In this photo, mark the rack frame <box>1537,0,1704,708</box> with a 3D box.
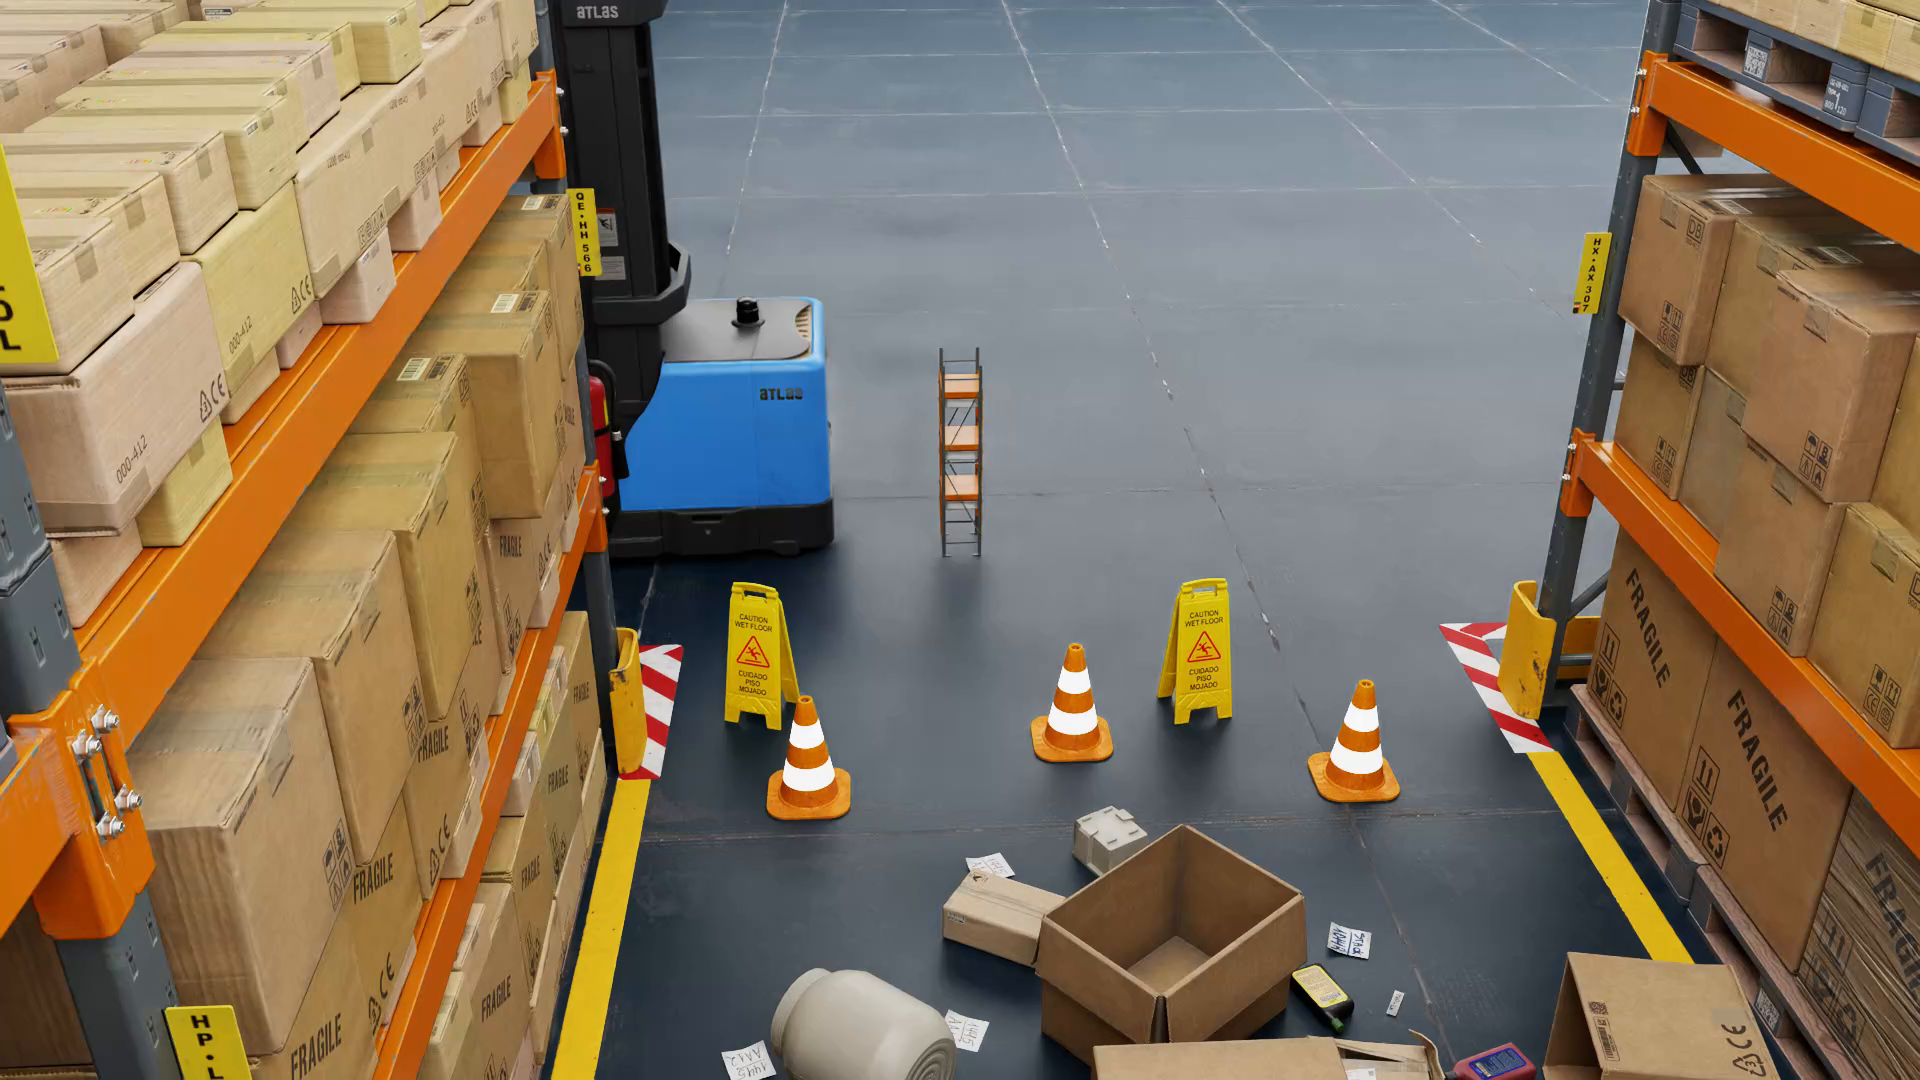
[{"bbox_3d":[3.014,-0.628,6.710,1.000,3.000,0.127,-1,28,-3],"label":"rack frame"}]

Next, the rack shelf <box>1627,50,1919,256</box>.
[{"bbox_3d":[3.118,-0.715,4.412,1.077,0.370,4.000,-1,28,-3],"label":"rack shelf"}]

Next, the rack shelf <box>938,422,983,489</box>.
[{"bbox_3d":[0.003,-0.431,8.465,0.215,0.259,0.240,-1,28,-3],"label":"rack shelf"}]

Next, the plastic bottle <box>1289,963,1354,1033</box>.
[{"bbox_3d":[1.250,1.567,5.680,0.133,0.061,0.283,-11,30,-20],"label":"plastic bottle"}]

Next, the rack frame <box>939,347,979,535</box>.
[{"bbox_3d":[-0.004,-0.497,8.568,0.200,1.050,0.008,-1,28,-3],"label":"rack frame"}]

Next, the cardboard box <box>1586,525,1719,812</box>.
[{"bbox_3d":[3.115,0.439,6.507,0.875,0.875,0.875,-1,28,-2],"label":"cardboard box"}]

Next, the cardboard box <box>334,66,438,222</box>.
[{"bbox_3d":[-1.543,-0.922,3.872,0.500,0.250,0.500,-1,28,-2],"label":"cardboard box"}]

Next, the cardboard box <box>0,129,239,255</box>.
[{"bbox_3d":[-1.454,-0.582,2.787,0.380,0.149,0.250,-2,28,-4],"label":"cardboard box"}]

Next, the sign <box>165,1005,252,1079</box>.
[{"bbox_3d":[-1.162,0.857,2.611,0.100,0.325,0.005,-1,28,-3],"label":"sign"}]

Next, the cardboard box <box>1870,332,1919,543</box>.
[{"bbox_3d":[3.166,-0.246,4.648,0.875,0.550,0.500,-1,28,-3],"label":"cardboard box"}]

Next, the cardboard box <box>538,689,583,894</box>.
[{"bbox_3d":[-1.592,0.843,5.598,0.500,0.500,0.500,0,28,-1],"label":"cardboard box"}]

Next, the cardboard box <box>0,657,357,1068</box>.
[{"bbox_3d":[-1.522,0.557,2.927,0.700,0.500,0.500,-2,28,-3],"label":"cardboard box"}]

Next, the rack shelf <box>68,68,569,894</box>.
[{"bbox_3d":[-1.820,-0.549,4.094,1.077,0.370,4.000,-1,28,-3],"label":"rack shelf"}]

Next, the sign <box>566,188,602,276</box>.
[{"bbox_3d":[-1.369,-1.119,6.059,0.100,0.325,0.005,-1,28,-3],"label":"sign"}]

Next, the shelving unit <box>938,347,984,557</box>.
[{"bbox_3d":[0.003,-0.441,8.460,0.215,1.050,0.252,-1,28,-3],"label":"shelving unit"}]

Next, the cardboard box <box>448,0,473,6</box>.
[{"bbox_3d":[-1.605,-1.647,4.831,0.380,0.149,0.250,-2,28,-3],"label":"cardboard box"}]

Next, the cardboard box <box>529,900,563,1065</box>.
[{"bbox_3d":[-1.562,1.419,5.305,0.500,0.250,0.500,-2,28,-4],"label":"cardboard box"}]

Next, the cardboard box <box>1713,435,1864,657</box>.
[{"bbox_3d":[3.032,-0.009,5.362,0.875,0.550,0.550,-1,28,-3],"label":"cardboard box"}]

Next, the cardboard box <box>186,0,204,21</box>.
[{"bbox_3d":[-2.082,-1.402,4.361,0.380,0.149,0.250,-2,28,-3],"label":"cardboard box"}]

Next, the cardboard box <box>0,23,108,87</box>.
[{"bbox_3d":[-2.126,-1.042,3.669,0.380,0.149,0.250,-1,28,-2],"label":"cardboard box"}]

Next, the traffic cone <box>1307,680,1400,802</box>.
[{"bbox_3d":[1.623,0.776,6.761,0.336,0.463,0.334,-1,28,-3],"label":"traffic cone"}]

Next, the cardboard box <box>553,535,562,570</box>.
[{"bbox_3d":[-1.575,0.050,5.681,0.380,0.149,0.250,-2,28,-4],"label":"cardboard box"}]

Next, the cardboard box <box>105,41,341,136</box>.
[{"bbox_3d":[-1.529,-0.940,3.475,0.380,0.149,0.250,-2,28,-3],"label":"cardboard box"}]

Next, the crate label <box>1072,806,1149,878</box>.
[{"bbox_3d":[0.580,1.153,6.392,0.250,0.136,0.298,-17,32,-29],"label":"crate label"}]

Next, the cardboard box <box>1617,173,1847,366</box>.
[{"bbox_3d":[2.994,-1.001,6.096,0.875,0.550,0.550,-1,28,-3],"label":"cardboard box"}]

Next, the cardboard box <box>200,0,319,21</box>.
[{"bbox_3d":[-1.650,-1.294,4.154,0.380,0.149,0.250,-2,28,-4],"label":"cardboard box"}]

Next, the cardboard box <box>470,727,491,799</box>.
[{"bbox_3d":[-1.510,0.637,4.557,0.380,0.149,0.250,-1,28,-3],"label":"cardboard box"}]

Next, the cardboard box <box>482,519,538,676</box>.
[{"bbox_3d":[-1.577,0.068,4.945,0.500,0.500,0.500,-2,28,-3],"label":"cardboard box"}]

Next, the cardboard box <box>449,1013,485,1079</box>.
[{"bbox_3d":[-1.517,1.560,4.224,0.500,0.500,0.500,0,28,-1],"label":"cardboard box"}]

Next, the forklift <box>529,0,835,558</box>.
[{"bbox_3d":[-2.193,-1.388,8.242,3.031,2.935,1.130,-2,28,-4],"label":"forklift"}]

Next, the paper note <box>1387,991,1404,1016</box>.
[{"bbox_3d":[1.492,1.587,5.697,0.032,0.001,0.123,13,30,24],"label":"paper note"}]

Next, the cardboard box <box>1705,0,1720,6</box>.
[{"bbox_3d":[2.711,-1.911,5.636,0.380,0.149,0.250,-1,28,-2],"label":"cardboard box"}]

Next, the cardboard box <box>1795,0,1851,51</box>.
[{"bbox_3d":[2.752,-1.561,4.964,0.380,0.149,0.250,-1,28,-2],"label":"cardboard box"}]

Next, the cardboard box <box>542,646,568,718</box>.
[{"bbox_3d":[-1.536,0.483,5.588,0.380,0.149,0.250,-1,28,-1],"label":"cardboard box"}]

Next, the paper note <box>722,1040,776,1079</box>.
[{"bbox_3d":[-0.692,1.710,5.439,0.142,0.019,0.148,-11,30,-20],"label":"paper note"}]

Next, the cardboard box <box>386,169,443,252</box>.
[{"bbox_3d":[-1.502,-0.814,4.095,0.380,0.149,0.250,-2,28,-3],"label":"cardboard box"}]

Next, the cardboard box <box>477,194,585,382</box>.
[{"bbox_3d":[-1.680,-0.851,5.626,0.700,0.500,0.500,-2,28,-4],"label":"cardboard box"}]

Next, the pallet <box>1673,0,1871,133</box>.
[{"bbox_3d":[3.063,-1.576,5.381,1.003,0.211,1.213,-1,28,-3],"label":"pallet"}]

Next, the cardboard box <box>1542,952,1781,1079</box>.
[{"bbox_3d":[2.117,1.634,5.073,0.500,0.500,0.500,3,28,6],"label":"cardboard box"}]

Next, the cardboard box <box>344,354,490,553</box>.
[{"bbox_3d":[-1.644,-0.150,4.283,0.700,0.500,0.500,-2,28,-3],"label":"cardboard box"}]

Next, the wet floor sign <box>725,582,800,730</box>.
[{"bbox_3d":[-0.866,0.468,7.154,0.267,0.644,0.232,8,29,15],"label":"wet floor sign"}]

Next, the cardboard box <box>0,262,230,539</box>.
[{"bbox_3d":[-1.465,-0.220,2.525,0.500,0.250,0.500,-2,28,-4],"label":"cardboard box"}]

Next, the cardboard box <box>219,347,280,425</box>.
[{"bbox_3d":[-1.541,-0.334,3.174,0.380,0.149,0.250,-1,28,-1],"label":"cardboard box"}]

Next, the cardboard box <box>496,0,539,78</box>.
[{"bbox_3d":[-1.629,-1.627,5.223,0.500,0.250,0.500,-2,28,-3],"label":"cardboard box"}]

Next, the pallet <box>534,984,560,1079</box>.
[{"bbox_3d":[-1.853,1.748,5.171,1.003,0.211,1.213,-1,28,-3],"label":"pallet"}]

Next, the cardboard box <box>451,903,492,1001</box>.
[{"bbox_3d":[-1.469,1.099,4.407,0.380,0.149,0.250,0,28,0],"label":"cardboard box"}]

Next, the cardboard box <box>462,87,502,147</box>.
[{"bbox_3d":[-1.601,-1.285,4.997,0.380,0.149,0.250,-1,28,-1],"label":"cardboard box"}]

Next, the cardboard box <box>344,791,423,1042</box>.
[{"bbox_3d":[-1.510,0.768,3.604,0.500,0.500,0.500,-1,28,-3],"label":"cardboard box"}]

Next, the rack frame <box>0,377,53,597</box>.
[{"bbox_3d":[-1.716,-1.275,1.463,1.000,3.000,0.127,-1,28,-3],"label":"rack frame"}]
